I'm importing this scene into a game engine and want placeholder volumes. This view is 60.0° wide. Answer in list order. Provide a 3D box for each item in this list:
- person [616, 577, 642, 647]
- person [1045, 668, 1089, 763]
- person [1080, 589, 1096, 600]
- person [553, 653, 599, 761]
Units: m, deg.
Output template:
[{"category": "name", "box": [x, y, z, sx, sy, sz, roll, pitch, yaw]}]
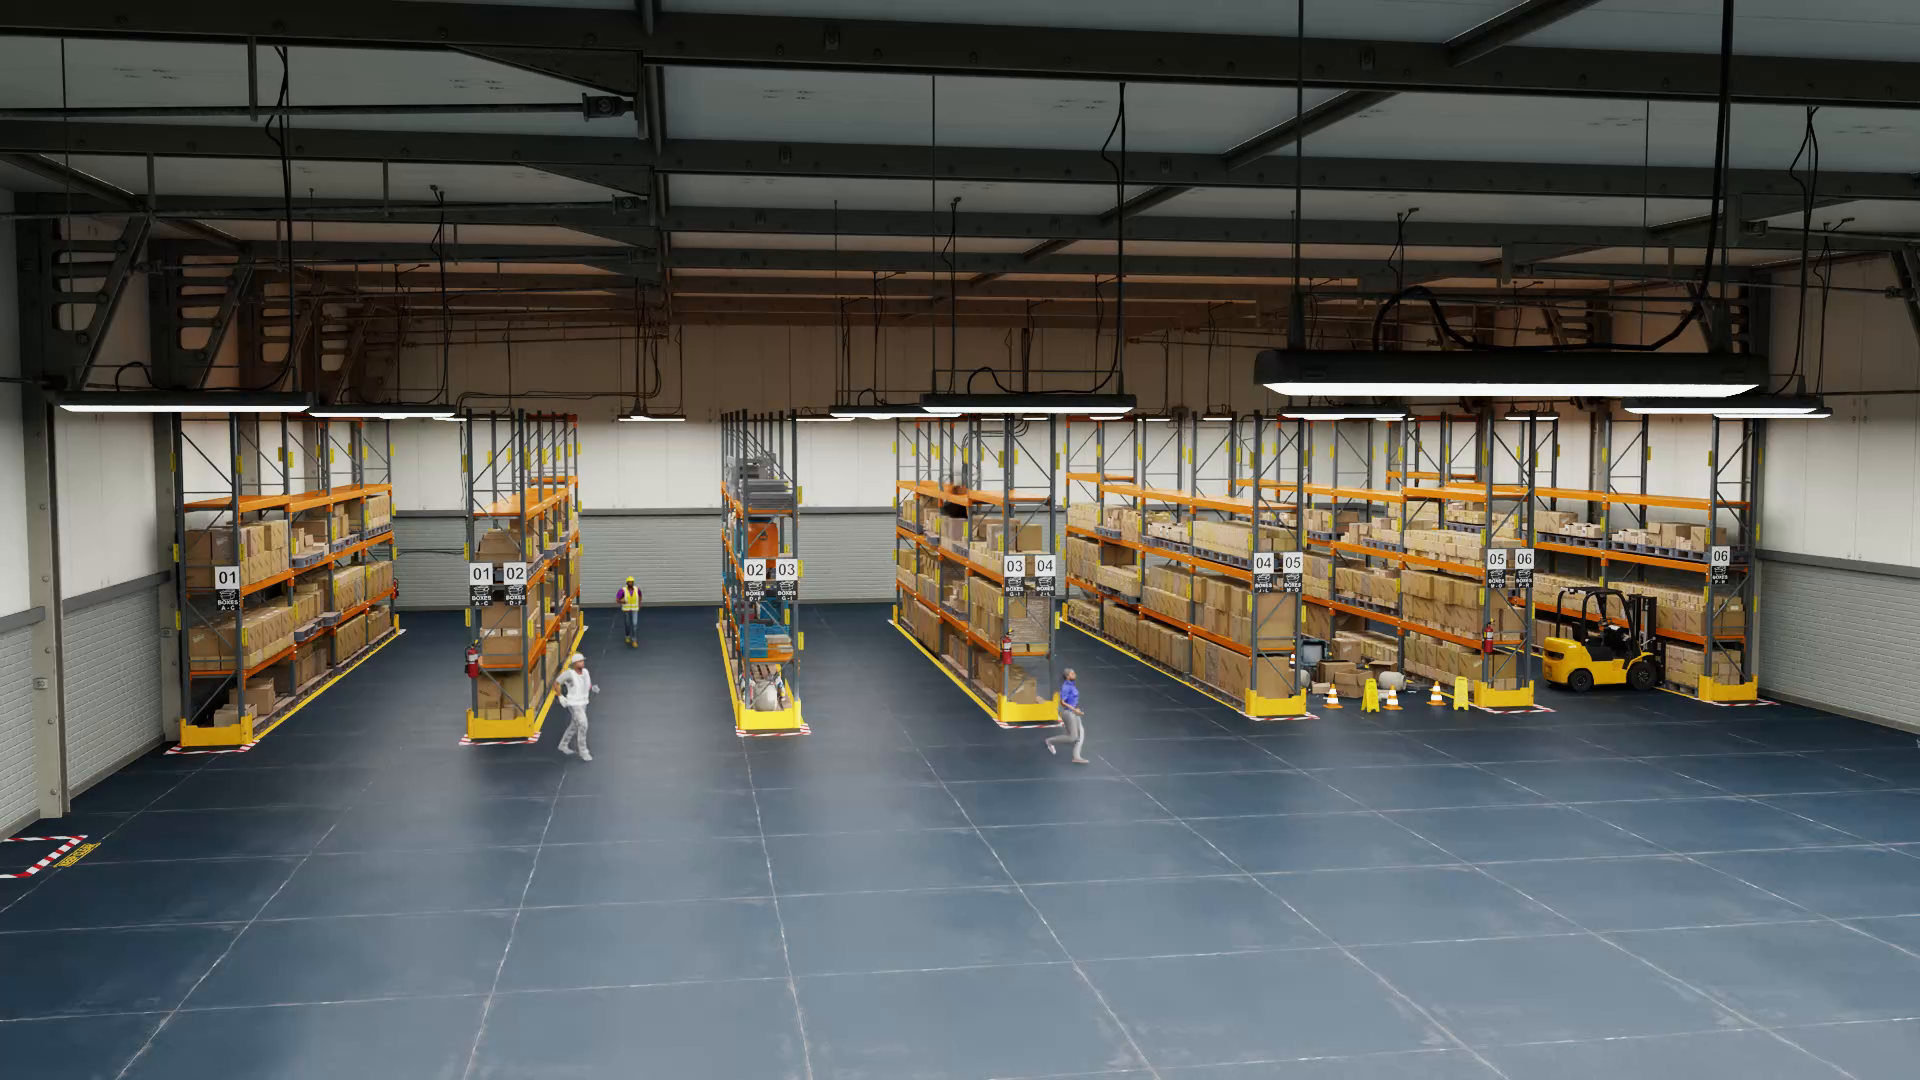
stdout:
[{"category": "person", "box": [-8.519, 1.832, 42.868, 0.680, 1.779, 0.917, -1, 4, -17]}, {"category": "person", "box": [1.823, 2.963, 28.078, 0.737, 1.607, 0.577, 1, 4, 14]}, {"category": "person", "box": [3.868, 1.391, 49.946, 0.724, 1.801, 0.704, 4, 5, 41]}, {"category": "person", "box": [-6.564, 2.849, 28.484, 0.810, 1.832, 0.662, 1, 4, 20]}]
